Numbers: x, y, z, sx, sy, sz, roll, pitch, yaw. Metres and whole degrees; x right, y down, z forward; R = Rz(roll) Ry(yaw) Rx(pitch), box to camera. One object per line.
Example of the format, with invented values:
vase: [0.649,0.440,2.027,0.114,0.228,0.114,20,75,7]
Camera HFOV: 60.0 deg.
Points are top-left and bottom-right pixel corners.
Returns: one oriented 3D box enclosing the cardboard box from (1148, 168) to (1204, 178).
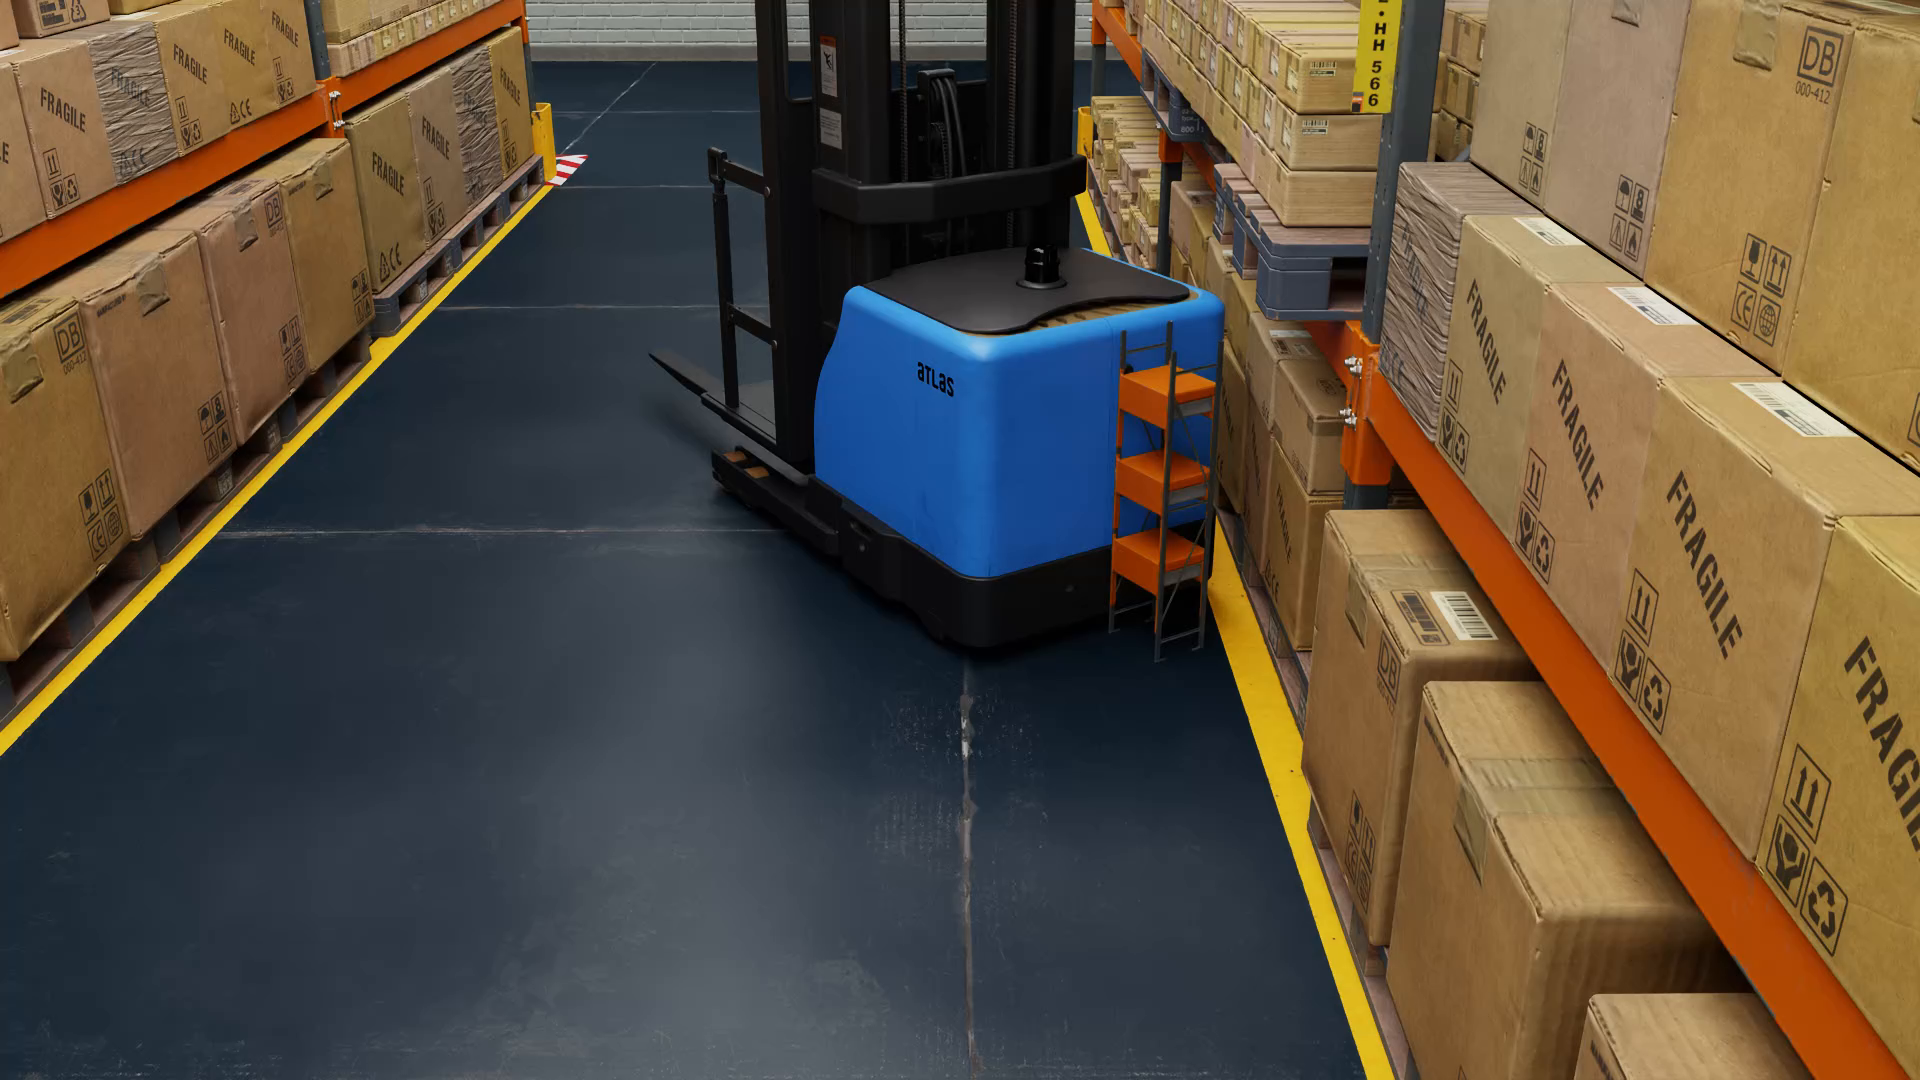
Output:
cardboard box: [1.231,-1.944,9.136,0.380,0.149,0.250,1,24,1]

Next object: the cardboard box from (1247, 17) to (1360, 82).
cardboard box: [1.048,-1.431,4.848,0.380,0.149,0.250,0,24,1]

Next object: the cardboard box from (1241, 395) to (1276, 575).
cardboard box: [1.245,-0.208,5.594,0.500,0.500,0.500,1,24,2]

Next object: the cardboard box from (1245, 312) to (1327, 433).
cardboard box: [1.230,-0.555,5.450,0.500,0.250,0.500,0,24,0]

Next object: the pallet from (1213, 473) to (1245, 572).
pallet: [1.498,-0.225,6.491,1.003,0.211,1.213,0,24,-1]

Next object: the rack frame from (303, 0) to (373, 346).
rack frame: [-3.489,-2.340,7.783,1.000,3.000,0.127,0,24,-1]

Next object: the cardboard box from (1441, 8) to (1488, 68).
cardboard box: [1.698,-1.532,5.071,0.380,0.149,0.250,-1,24,-3]

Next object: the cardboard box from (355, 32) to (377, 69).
cardboard box: [-3.162,-2.457,8.347,0.380,0.149,0.250,-1,24,-2]

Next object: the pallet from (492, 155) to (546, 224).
pallet: [-3.446,-2.388,11.274,1.003,0.211,1.213,0,24,-1]

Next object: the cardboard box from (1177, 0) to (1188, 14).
cardboard box: [1.029,-2.075,6.271,0.380,0.149,0.250,0,24,-1]

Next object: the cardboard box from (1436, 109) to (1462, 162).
cardboard box: [1.702,-1.267,5.207,0.380,0.149,0.250,1,24,2]

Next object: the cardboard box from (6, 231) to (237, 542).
cardboard box: [-3.434,-0.566,5.931,1.225,0.875,0.875,0,24,0]

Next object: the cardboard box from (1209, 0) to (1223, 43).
cardboard box: [1.040,-1.753,5.558,0.380,0.149,0.250,1,24,2]

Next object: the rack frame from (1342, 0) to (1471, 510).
rack frame: [1.516,-0.672,4.096,1.000,3.000,0.127,0,24,-1]

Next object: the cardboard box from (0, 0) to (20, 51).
cardboard box: [-3.441,-1.764,5.171,0.797,0.503,0.637,0,24,1]

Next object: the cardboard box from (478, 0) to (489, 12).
cardboard box: [-3.191,-3.414,10.464,0.380,0.149,0.250,0,24,0]

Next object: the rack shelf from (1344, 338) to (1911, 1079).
rack shelf: [1.537,0.480,2.422,1.077,0.370,4.000,0,24,-1]

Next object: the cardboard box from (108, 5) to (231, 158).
cardboard box: [-3.199,-1.774,6.412,0.500,0.500,0.500,-1,24,-1]

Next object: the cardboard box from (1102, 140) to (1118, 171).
cardboard box: [1.109,-2.460,10.637,0.380,0.149,0.250,0,24,1]

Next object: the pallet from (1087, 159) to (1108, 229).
pallet: [1.403,-2.332,11.149,1.003,0.211,1.213,0,24,-1]

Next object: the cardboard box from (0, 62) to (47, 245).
cardboard box: [-3.186,-1.151,5.033,0.500,0.500,0.500,-1,24,-2]

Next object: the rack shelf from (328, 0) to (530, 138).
rack shelf: [-3.511,-2.836,9.753,1.077,0.370,4.000,0,24,-1]

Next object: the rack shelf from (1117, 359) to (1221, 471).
rack shelf: [0.648,-0.394,5.184,0.215,0.259,0.240,-15,28,-29]

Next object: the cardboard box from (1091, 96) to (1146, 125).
cardboard box: [1.094,-2.914,11.282,0.380,0.149,0.250,-1,24,-3]

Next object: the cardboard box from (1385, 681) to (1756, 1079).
cardboard box: [1.445,0.773,3.121,1.050,0.750,0.750,0,24,0]

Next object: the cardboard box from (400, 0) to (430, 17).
cardboard box: [-3.244,-3.020,9.108,0.500,0.250,0.500,0,24,1]

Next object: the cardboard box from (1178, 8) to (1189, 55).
cardboard box: [1.033,-1.937,6.327,0.380,0.149,0.250,1,24,2]

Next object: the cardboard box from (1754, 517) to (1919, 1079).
cardboard box: [1.275,0.300,1.824,0.500,0.500,0.500,0,24,0]

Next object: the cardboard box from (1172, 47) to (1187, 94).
cardboard box: [1.029,-1.807,6.401,0.380,0.149,0.250,-1,24,-3]

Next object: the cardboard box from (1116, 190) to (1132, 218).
cardboard box: [1.144,-2.006,9.996,0.380,0.149,0.250,0,24,-1]

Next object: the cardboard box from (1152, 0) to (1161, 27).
cardboard box: [1.021,-2.261,7.044,0.380,0.149,0.250,-1,24,-2]

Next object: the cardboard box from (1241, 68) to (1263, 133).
cardboard box: [1.045,-1.304,4.928,0.380,0.149,0.250,0,24,1]

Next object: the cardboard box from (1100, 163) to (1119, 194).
cardboard box: [1.101,-2.328,10.707,0.380,0.149,0.250,0,24,0]

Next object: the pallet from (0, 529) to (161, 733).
pallet: [-3.378,0.254,5.432,1.003,0.211,1.213,0,24,-1]

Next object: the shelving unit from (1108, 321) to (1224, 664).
shelving unit: [0.648,-0.145,5.297,0.215,1.050,0.252,-15,28,-29]

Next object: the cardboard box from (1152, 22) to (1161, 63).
cardboard box: [1.025,-2.118,7.089,0.380,0.149,0.250,0,24,0]

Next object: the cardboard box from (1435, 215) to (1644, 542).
cardboard box: [1.259,-0.322,3.200,0.500,0.500,0.500,0,24,-1]

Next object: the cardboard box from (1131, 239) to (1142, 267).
cardboard box: [1.140,-1.589,9.073,0.380,0.149,0.250,-1,24,-2]

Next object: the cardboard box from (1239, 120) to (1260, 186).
cardboard box: [1.046,-1.158,4.966,0.380,0.149,0.250,0,24,0]

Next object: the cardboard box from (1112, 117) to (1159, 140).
cardboard box: [1.178,-2.595,10.576,0.380,0.149,0.250,-1,24,-3]

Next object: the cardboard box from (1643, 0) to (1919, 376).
cardboard box: [1.525,-0.568,2.532,0.700,0.500,0.500,-1,24,-1]

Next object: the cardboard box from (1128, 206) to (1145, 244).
cardboard box: [1.115,-1.698,8.954,0.380,0.149,0.250,-1,24,-2]

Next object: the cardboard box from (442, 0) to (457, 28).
cardboard box: [-3.183,-3.098,9.765,0.380,0.149,0.250,0,24,0]

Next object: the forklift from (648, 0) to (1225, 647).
forklift: [-0.335,-1.552,6.124,1.130,2.935,3.031,-15,28,-29]

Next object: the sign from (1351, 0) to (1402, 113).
sign: [0.973,-1.157,3.859,0.100,0.325,0.005,0,24,-1]

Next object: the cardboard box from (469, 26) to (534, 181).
cardboard box: [-3.445,-2.948,11.196,0.875,0.875,0.875,0,24,-1]

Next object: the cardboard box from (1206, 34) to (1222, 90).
cardboard box: [1.039,-1.617,5.620,0.380,0.149,0.250,0,24,1]

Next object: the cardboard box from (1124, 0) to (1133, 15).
cardboard box: [1.176,-3.118,9.022,0.500,0.500,0.500,0,24,-1]

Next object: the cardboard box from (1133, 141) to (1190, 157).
cardboard box: [1.227,-2.269,9.855,0.380,0.149,0.250,0,24,0]

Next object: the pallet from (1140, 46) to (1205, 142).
pallet: [1.335,-1.917,7.082,1.003,0.211,1.213,0,24,-1]

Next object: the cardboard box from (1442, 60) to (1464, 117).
cardboard box: [1.697,-1.410,5.162,0.380,0.149,0.250,0,24,0]

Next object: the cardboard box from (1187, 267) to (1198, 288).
cardboard box: [1.222,-0.849,7.011,0.500,0.500,0.500,1,24,2]

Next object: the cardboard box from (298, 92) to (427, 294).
cardboard box: [-3.416,-1.835,8.736,0.875,0.875,0.875,0,24,-1]

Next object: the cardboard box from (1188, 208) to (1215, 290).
cardboard box: [1.224,-1.189,6.853,0.500,0.250,0.500,0,24,1]

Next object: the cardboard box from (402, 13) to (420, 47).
cardboard box: [-3.173,-2.779,9.059,0.380,0.149,0.250,-1,24,-1]

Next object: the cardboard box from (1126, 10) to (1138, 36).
cardboard box: [1.146,-2.966,9.473,0.380,0.149,0.250,0,24,0]

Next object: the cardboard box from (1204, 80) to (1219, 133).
cardboard box: [1.042,-1.479,5.674,0.380,0.149,0.250,0,24,1]
